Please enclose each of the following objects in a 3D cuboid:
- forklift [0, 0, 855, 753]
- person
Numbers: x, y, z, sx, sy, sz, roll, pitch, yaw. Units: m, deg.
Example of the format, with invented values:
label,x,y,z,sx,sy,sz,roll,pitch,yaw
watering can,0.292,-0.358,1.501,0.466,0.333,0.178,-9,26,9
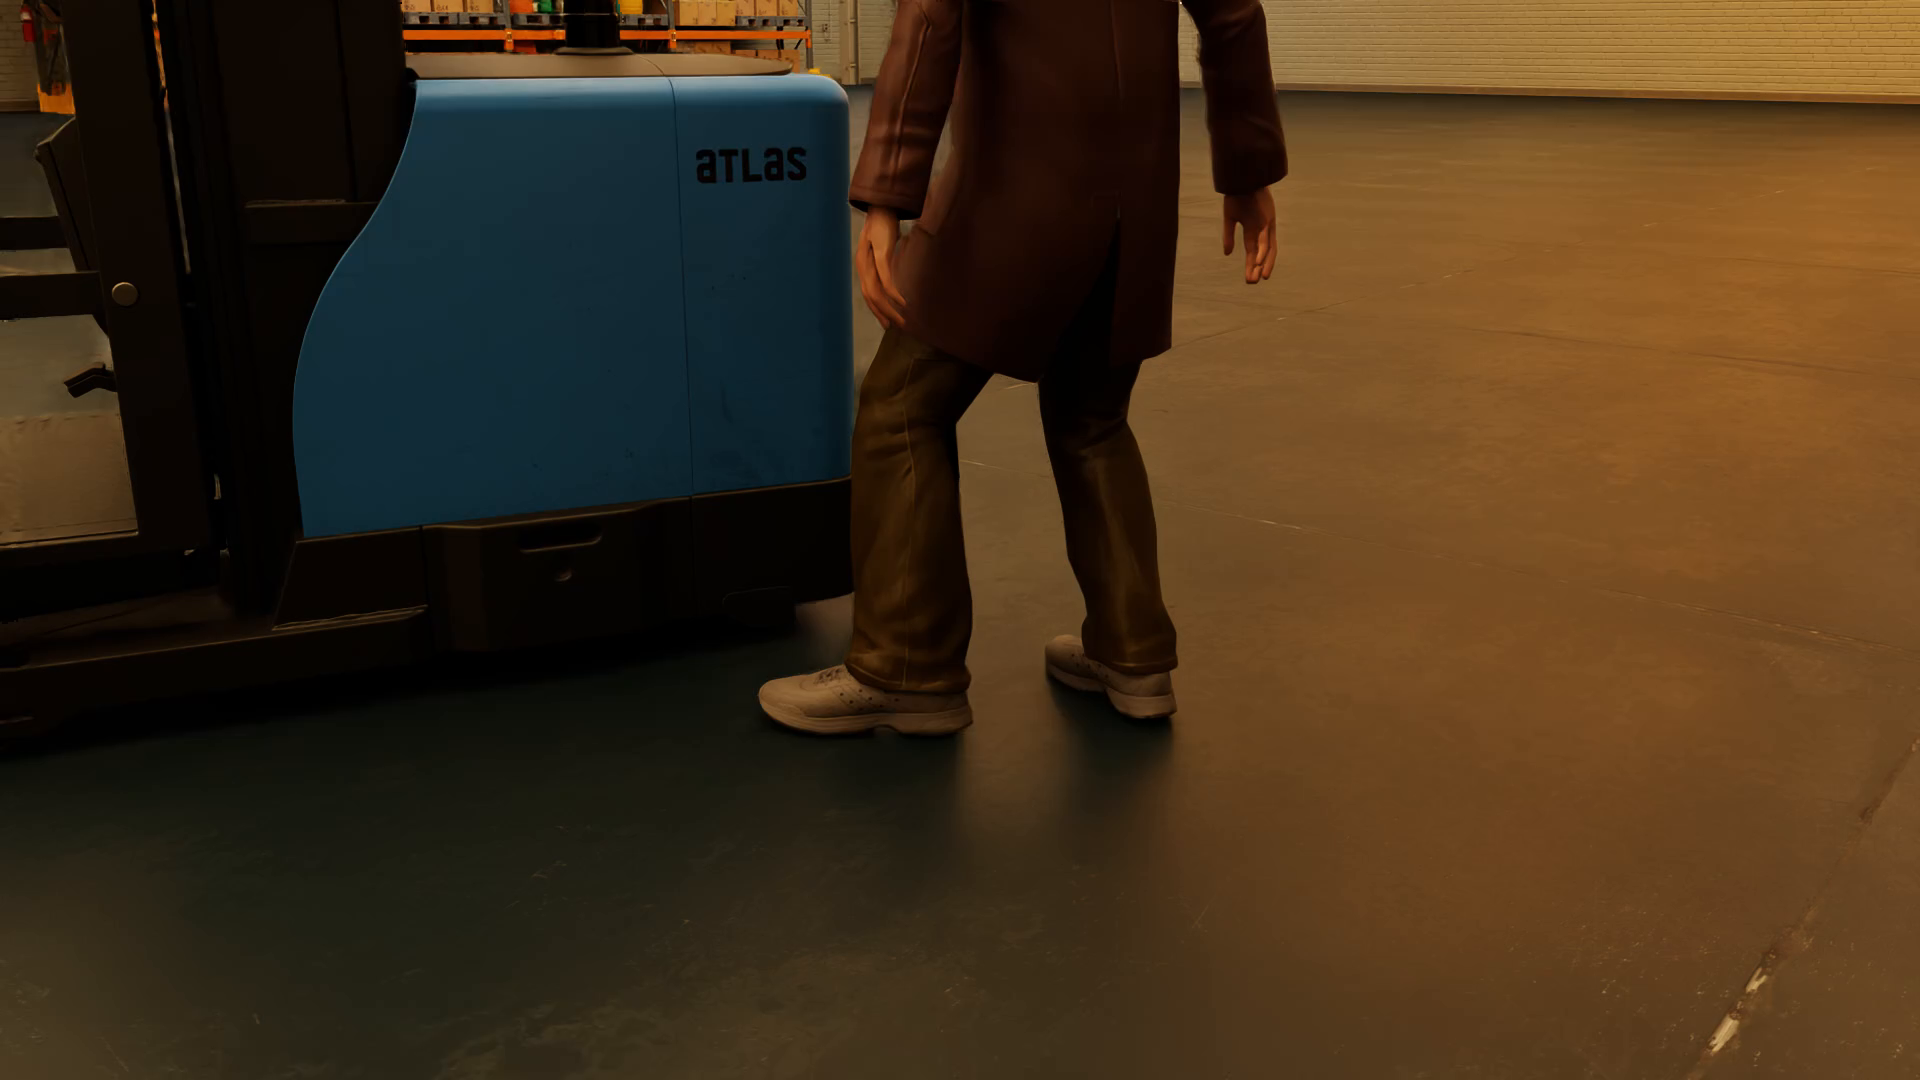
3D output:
label,x,y,z,sx,sy,sz,roll,pitch,yaw
forklift,-1.758,-1.189,2.813,3.031,2.935,1.130,-7,18,-23
person,0.130,-0.538,2.734,0.913,1.749,0.441,-11,20,-32
